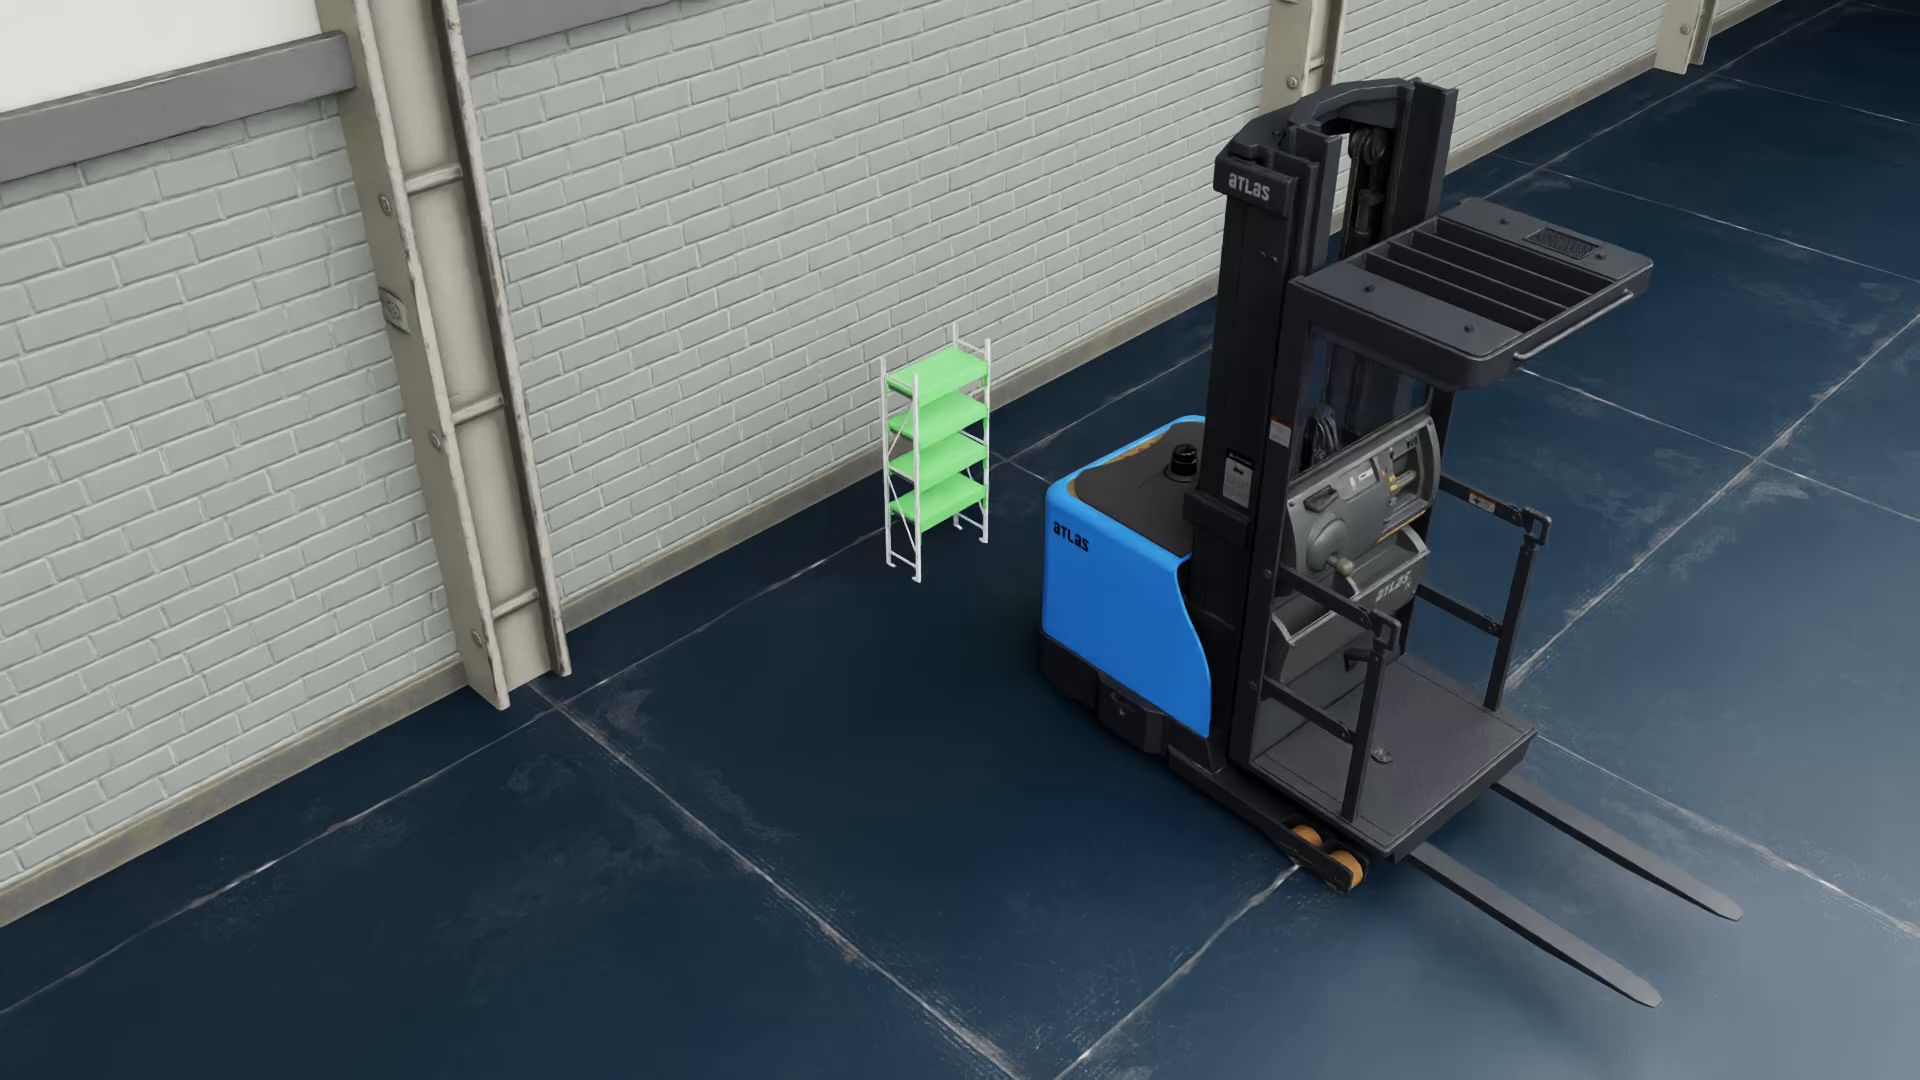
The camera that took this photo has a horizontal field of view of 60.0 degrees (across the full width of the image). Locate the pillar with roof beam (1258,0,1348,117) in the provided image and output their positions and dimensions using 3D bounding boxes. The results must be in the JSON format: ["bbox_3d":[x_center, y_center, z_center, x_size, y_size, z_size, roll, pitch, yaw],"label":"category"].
[{"bbox_3d":[5.207,-3.750,6.252,9.100,9.000,0.400,30,45,35],"label":"pillar with roof beam"}]

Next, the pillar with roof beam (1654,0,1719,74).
[{"bbox_3d":[9.434,-6.186,9.744,9.100,9.000,0.400,30,45,35],"label":"pillar with roof beam"}]

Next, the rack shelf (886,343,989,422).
[{"bbox_3d":[-0.117,-0.766,8.063,0.258,0.148,0.480,30,45,35],"label":"rack shelf"}]

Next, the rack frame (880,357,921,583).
[{"bbox_3d":[-0.289,-0.326,8.159,0.240,1.200,0.015,30,45,35],"label":"rack frame"}]

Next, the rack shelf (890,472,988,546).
[{"bbox_3d":[-0.117,-0.176,8.475,0.258,0.148,0.480,30,45,35],"label":"rack shelf"}]

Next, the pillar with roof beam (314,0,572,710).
[{"bbox_3d":[0.979,-1.315,2.759,9.100,9.000,0.400,30,45,35],"label":"pillar with roof beam"}]

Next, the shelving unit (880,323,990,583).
[{"bbox_3d":[-0.117,-0.425,8.301,0.258,1.200,0.503,30,45,35],"label":"shelving unit"}]

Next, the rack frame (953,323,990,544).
[{"bbox_3d":[0.055,-0.524,8.443,0.240,1.200,0.015,30,45,35],"label":"rack frame"}]

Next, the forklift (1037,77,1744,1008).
[{"bbox_3d":[1.718,-0.115,6.344,1.130,2.935,3.031,-27,43,-33],"label":"forklift"}]

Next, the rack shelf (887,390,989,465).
[{"bbox_3d":[-0.117,-0.569,8.200,0.258,0.148,0.480,30,45,35],"label":"rack shelf"}]

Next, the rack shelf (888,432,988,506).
[{"bbox_3d":[-0.117,-0.373,8.338,0.258,0.148,0.480,30,45,35],"label":"rack shelf"}]
